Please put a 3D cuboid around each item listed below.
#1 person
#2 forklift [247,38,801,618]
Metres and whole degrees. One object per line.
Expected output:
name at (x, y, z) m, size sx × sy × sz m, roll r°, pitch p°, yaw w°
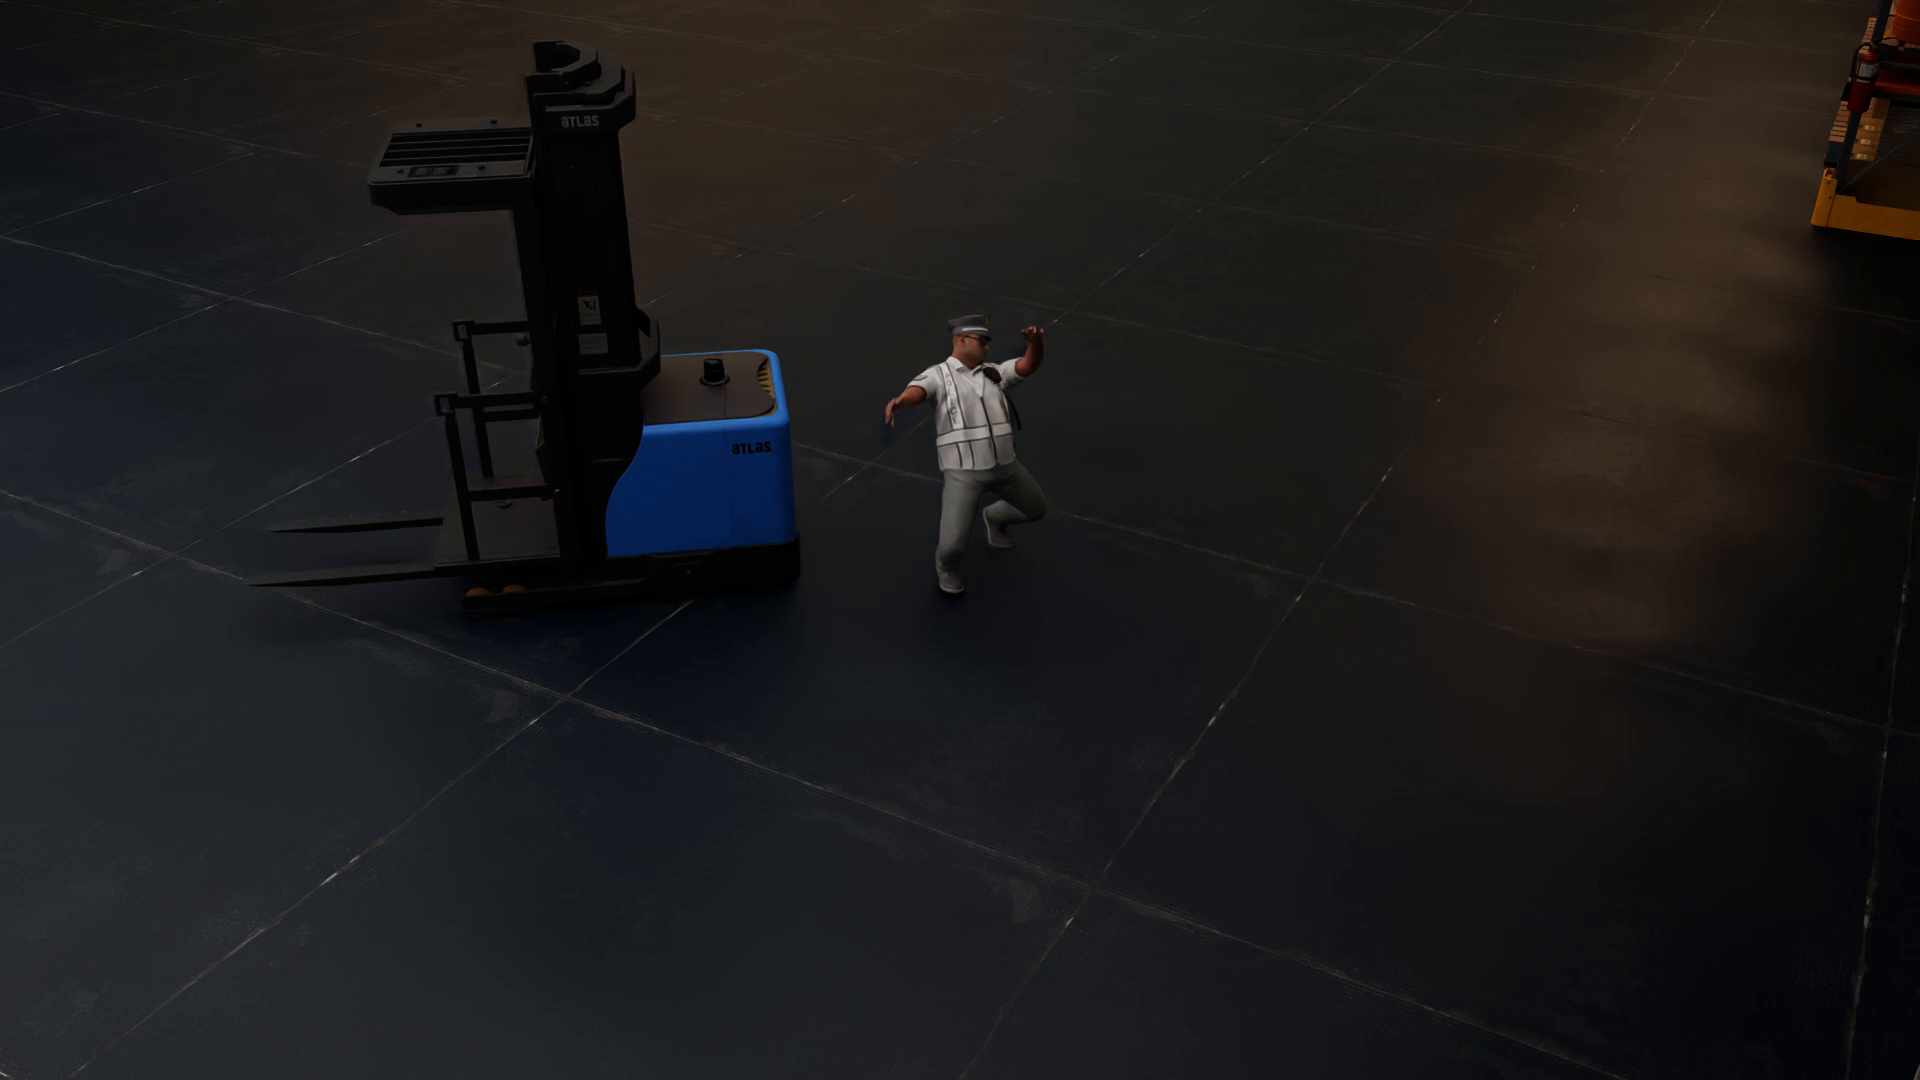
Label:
person at (-0.066, -0.468, 9.198) m, size 1.072 × 1.594 × 0.737 m, roll -21°, pitch 36°, yaw -32°
forklift at (-2.481, -1.121, 9.013) m, size 3.031 × 2.935 × 1.130 m, roll -5°, pitch 30°, yaw -8°
